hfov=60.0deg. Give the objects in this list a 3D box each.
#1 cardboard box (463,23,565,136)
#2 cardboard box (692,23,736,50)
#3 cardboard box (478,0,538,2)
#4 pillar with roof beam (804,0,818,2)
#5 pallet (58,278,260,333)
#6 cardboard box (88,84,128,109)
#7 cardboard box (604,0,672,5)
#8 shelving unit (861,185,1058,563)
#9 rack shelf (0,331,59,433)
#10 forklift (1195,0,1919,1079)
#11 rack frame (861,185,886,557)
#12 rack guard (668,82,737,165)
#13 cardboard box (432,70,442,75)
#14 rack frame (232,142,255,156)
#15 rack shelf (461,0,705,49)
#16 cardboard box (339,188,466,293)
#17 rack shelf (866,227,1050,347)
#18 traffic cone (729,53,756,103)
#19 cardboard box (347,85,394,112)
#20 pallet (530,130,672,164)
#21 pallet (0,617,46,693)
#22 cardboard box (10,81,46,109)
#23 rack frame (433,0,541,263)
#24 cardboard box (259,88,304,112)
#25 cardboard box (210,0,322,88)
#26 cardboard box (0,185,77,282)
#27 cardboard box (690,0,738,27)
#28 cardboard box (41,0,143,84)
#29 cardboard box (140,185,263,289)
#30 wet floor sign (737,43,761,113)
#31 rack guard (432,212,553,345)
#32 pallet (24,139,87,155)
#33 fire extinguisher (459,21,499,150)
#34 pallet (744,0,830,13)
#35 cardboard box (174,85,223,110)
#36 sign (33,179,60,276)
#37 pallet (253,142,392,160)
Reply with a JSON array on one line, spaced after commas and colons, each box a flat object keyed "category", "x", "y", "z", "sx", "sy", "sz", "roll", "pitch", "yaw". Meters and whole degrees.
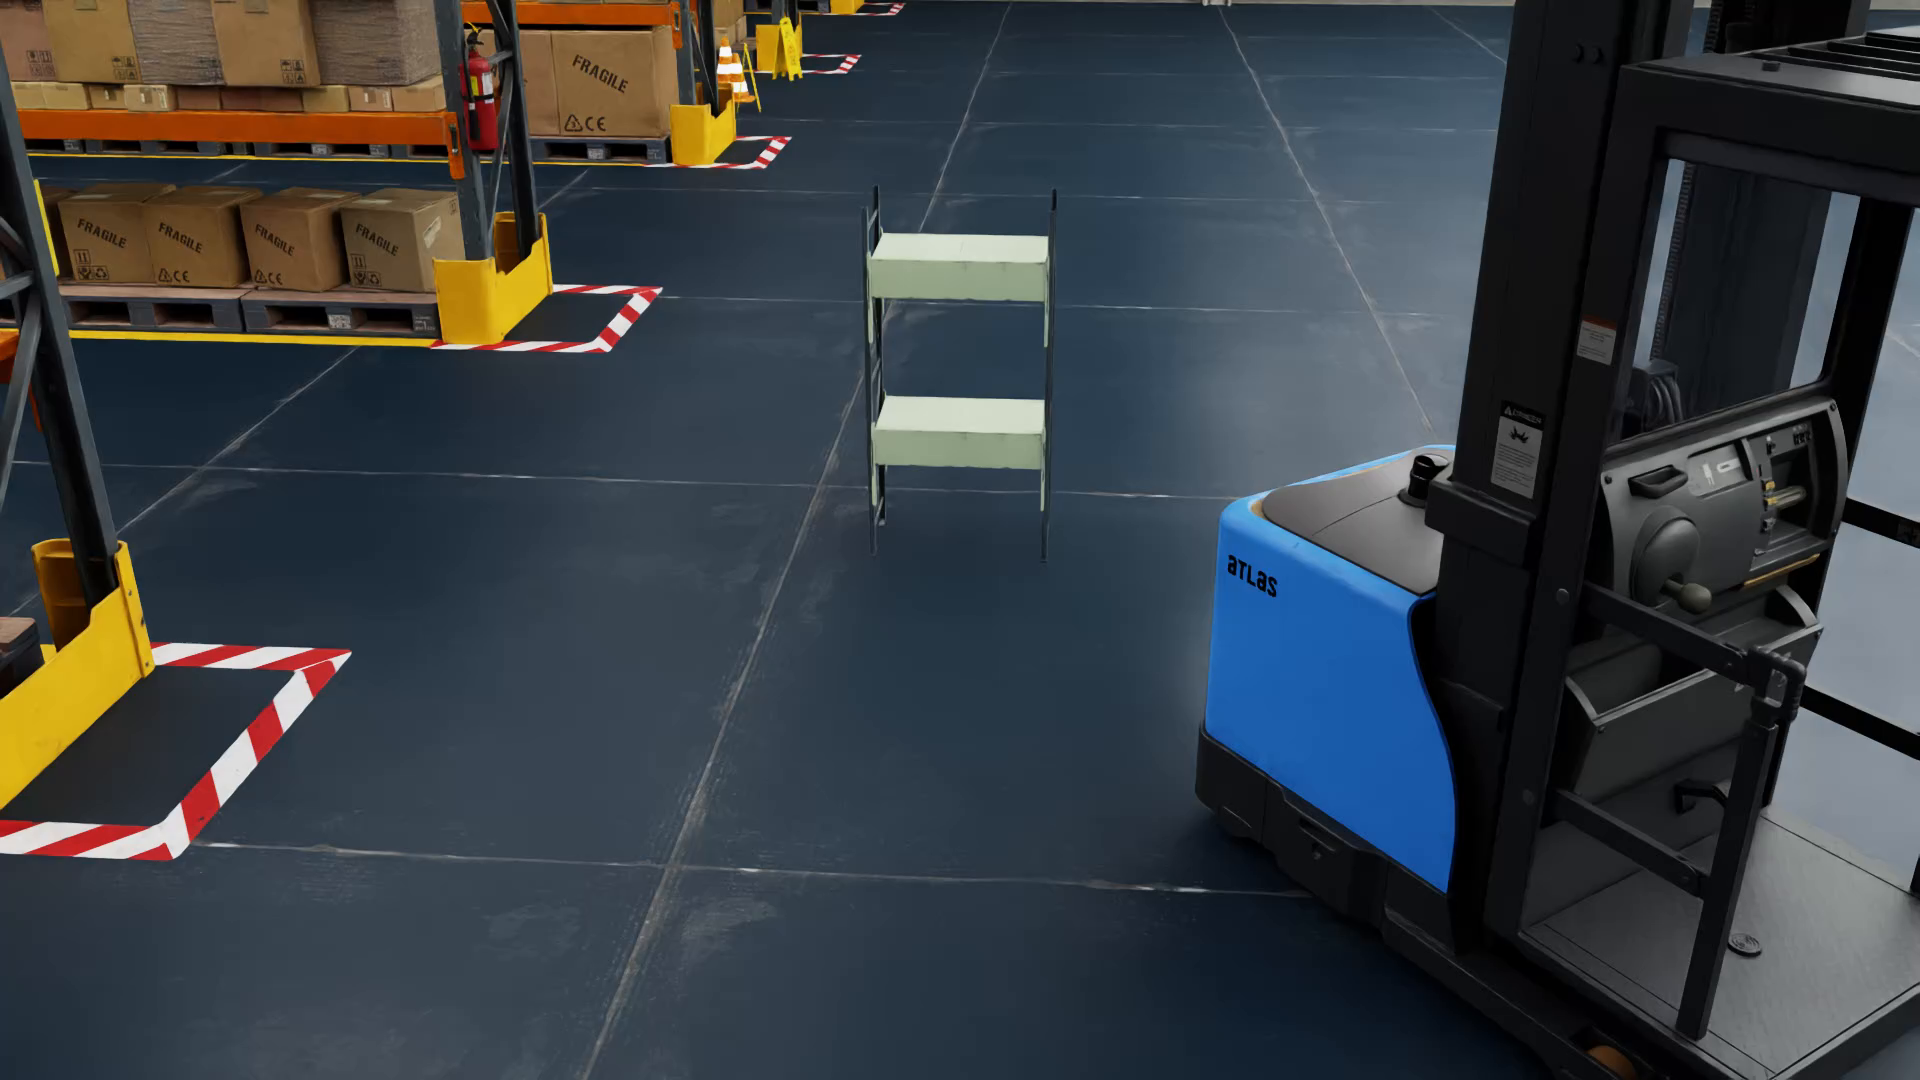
[{"category": "cardboard box", "x": -3.838, "y": -4.059, "z": 14.522, "sx": 0.875, "sy": 0.875, "sz": 0.875, "roll": 1, "pitch": 25, "yaw": 3}, {"category": "cardboard box", "x": -2.851, "y": -5.735, "z": 18.911, "sx": 0.500, "sy": 0.250, "sz": 0.500, "roll": 2, "pitch": 25, "yaw": 4}, {"category": "cardboard box", "x": -3.751, "y": -4.952, "z": 14.244, "sx": 0.550, "sy": 0.550, "sz": 0.875, "roll": 2, "pitch": 25, "yaw": 4}, {"category": "pillar with roof beam", "x": -2.579, "y": -10.276, "z": 18.818, "sx": 0.400, "sy": 9.000, "sz": 9.100, "roll": 2, "pitch": 25, "yaw": 4}, {"category": "pallet", "x": -4.856, "y": -1.565, "z": 10.398, "sx": 1.213, "sy": 0.211, "sz": 1.003, "roll": 2, "pitch": 25, "yaw": 4}, {"category": "cardboard box", "x": -4.807, "y": -2.598, "z": 9.609, "sx": 0.250, "sy": 0.149, "sz": 0.380, "roll": 2, "pitch": 25, "yaw": 4}, {"category": "cardboard box", "x": -2.653, "y": -4.873, "z": 14.073, "sx": 0.550, "sy": 0.550, "sz": 0.875, "roll": 2, "pitch": 25, "yaw": 4}, {"category": "shelving unit", "x": 0.007, "y": -0.681, "z": 6.936, "sx": 0.755, "sy": 1.500, "sz": 0.431, "roll": 2, "pitch": 25, "yaw": 4}, {"category": "rack shelf", "x": -5.133, "y": -0.421, "z": 5.437, "sx": 4.000, "sy": 0.370, "sz": 1.077, "roll": 2, "pitch": 25, "yaw": 4}, {"category": "forklift", "x": 1.976, "y": -0.058, "z": 3.871, "sx": 1.130, "sy": 2.935, "sz": 3.031, "roll": -15, "pitch": 29, "yaw": -30}, {"category": "rack frame", "x": -0.358, "y": -0.693, "z": 6.961, "sx": 0.023, "sy": 1.500, "sz": 0.400, "roll": 2, "pitch": 25, "yaw": 4}, {"category": "rack guard", "x": -2.255, "y": -3.676, "z": 14.640, "sx": 0.348, "sy": 0.500, "sz": 1.175, "roll": 2, "pitch": 25, "yaw": 4}, {"category": "cardboard box", "x": -3.026, "y": -2.742, "z": 9.922, "sx": 0.250, "sy": 0.149, "sz": 0.380, "roll": 2, "pitch": 25, "yaw": 4}, {"category": "rack frame", "x": -6.267, "y": -4.940, "z": 14.398, "sx": 0.127, "sy": 3.000, "sz": 1.000, "roll": 2, "pitch": 25, "yaw": 4}, {"category": "rack shelf", "x": -4.273, "y": -4.549, "z": 14.409, "sx": 4.000, "sy": 0.370, "sz": 1.077, "roll": 2, "pitch": 25, "yaw": 4}, {"category": "cardboard box", "x": -3.381, "y": -1.830, "z": 10.127, "sx": 0.500, "sy": 0.500, "sz": 0.500, "roll": 6, "pitch": 25, "yaw": 14}, {"category": "rack shelf", "x": 0.007, "y": -1.036, "z": 6.773, "sx": 0.720, "sy": 0.370, "sz": 0.431, "roll": 2, "pitch": 25, "yaw": 4}, {"category": "traffic cone", "x": -2.274, "y": -4.729, "z": 16.973, "sx": 0.334, "sy": 0.463, "sz": 0.336, "roll": 2, "pitch": 25, "yaw": 4}, {"category": "cardboard box", "x": -3.309, "y": -2.565, "z": 9.537, "sx": 0.250, "sy": 0.149, "sz": 0.380, "roll": 2, "pitch": 25, "yaw": 4}, {"category": "pallet", "x": -3.082, "y": -3.538, "z": 14.687, "sx": 1.213, "sy": 0.211, "sz": 1.003, "roll": 2, "pitch": 25, "yaw": 4}, {"category": "pallet", "x": -4.028, "y": 0.572, "z": 5.755, "sx": 1.213, "sy": 0.211, "sz": 1.003, "roll": 2, "pitch": 25, "yaw": 4}, {"category": "cardboard box", "x": -5.308, "y": -2.600, "z": 9.613, "sx": 0.250, "sy": 0.149, "sz": 0.380, "roll": 2, "pitch": 25, "yaw": 4}, {"category": "rack frame", "x": -2.760, "y": -2.748, "z": 9.634, "sx": 0.127, "sy": 3.000, "sz": 1.000, "roll": 2, "pitch": 25, "yaw": 4}, {"category": "cardboard box", "x": -3.810, "y": -2.566, "z": 9.539, "sx": 0.250, "sy": 0.149, "sz": 0.380, "roll": 2, "pitch": 25, "yaw": 4}, {"category": "cardboard box", "x": -3.814, "y": -2.924, "z": 9.540, "sx": 0.500, "sy": 0.500, "sz": 0.875, "roll": 2, "pitch": 25, "yaw": 4}, {"category": "cardboard box", "x": -5.780, "y": -1.887, "z": 10.250, "sx": 0.500, "sy": 0.500, "sz": 0.500, "roll": 10, "pitch": 27, "yaw": 21}, {"category": "cardboard box", "x": -2.820, "y": -6.078, "z": 18.760, "sx": 0.500, "sy": 0.500, "sz": 0.500, "roll": 2, "pitch": 25, "yaw": 4}, {"category": "cardboard box", "x": -4.806, "y": -2.979, "z": 9.659, "sx": 0.500, "sy": 0.500, "sz": 0.875, "roll": 2, "pitch": 25, "yaw": 4}, {"category": "cardboard box", "x": -4.602, "y": -1.863, "z": 10.198, "sx": 0.500, "sy": 0.500, "sz": 0.500, "roll": 4, "pitch": 25, "yaw": 9}, {"category": "wet floor sign", "x": -2.099, "y": -4.567, "z": 16.403, "sx": 0.232, "sy": 0.644, "sz": 0.267, "roll": -2, "pitch": 25, "yaw": -5}, {"category": "rack guard", "x": -2.835, "y": -1.615, "z": 10.162, "sx": 0.348, "sy": 0.500, "sz": 1.175, "roll": 2, "pitch": 25, "yaw": 4}, {"category": "pallet", "x": -8.262, "y": -3.705, "z": 15.048, "sx": 1.213, "sy": 0.211, "sz": 1.003, "roll": 2, "pitch": 25, "yaw": 4}, {"category": "fire extinguisher", "x": -2.681, "y": -2.517, "z": 9.225, "sx": 0.183, "sy": 0.674, "sz": 0.296, "roll": 2, "pitch": 25, "yaw": 4}, {"category": "pallet", "x": -2.390, "y": -7.688, "z": 23.704, "sx": 1.213, "sy": 0.211, "sz": 1.003, "roll": 2, "pitch": 25, "yaw": 4}, {"category": "cardboard box", "x": -4.307, "y": -2.590, "z": 9.591, "sx": 0.250, "sy": 0.149, "sz": 0.380, "roll": 2, "pitch": 25, "yaw": 4}, {"category": "sign", "x": -3.092, "y": -1.039, "z": 5.588, "sx": 0.005, "sy": 0.325, "sz": 0.100, "roll": 2, "pitch": 25, "yaw": 4}, {"category": "pallet", "x": -5.515, "y": -3.616, "z": 14.857, "sx": 1.213, "sy": 0.211, "sz": 1.003, "roll": 2, "pitch": 25, "yaw": 4}]
